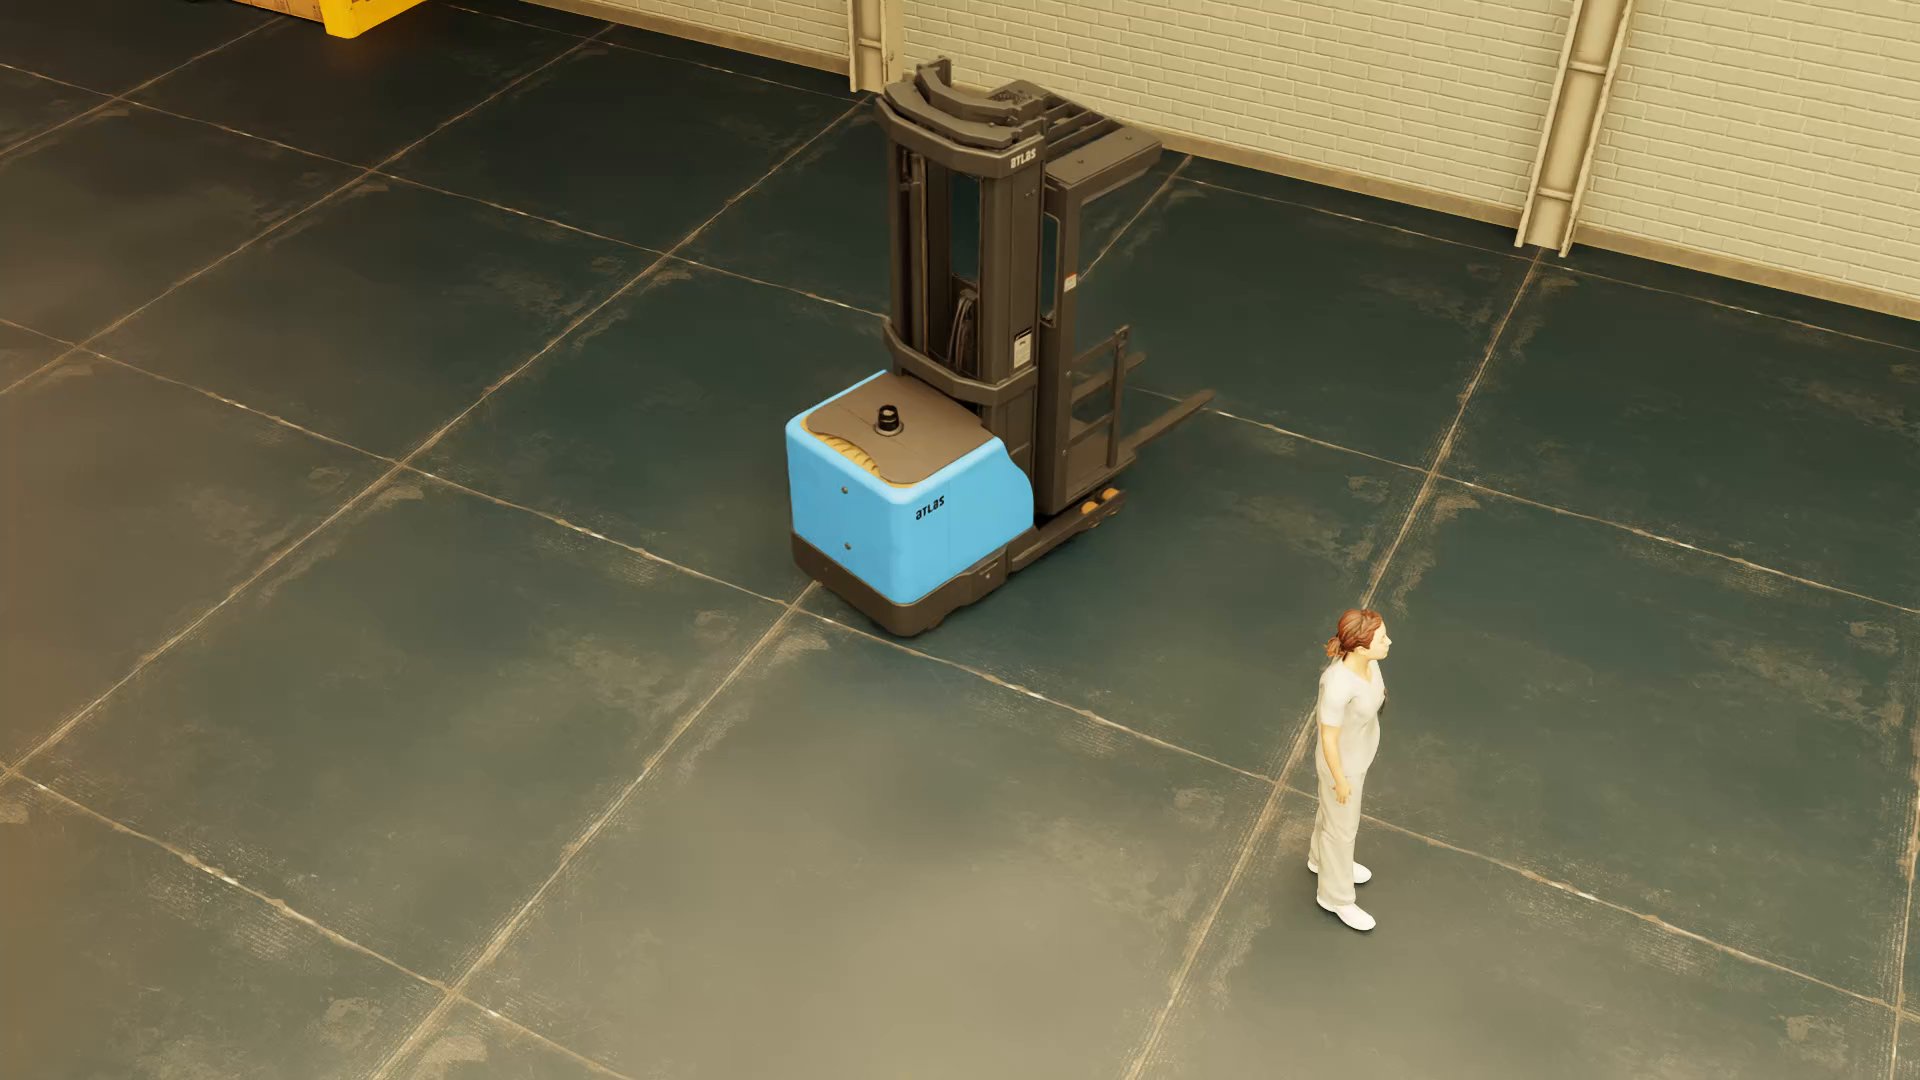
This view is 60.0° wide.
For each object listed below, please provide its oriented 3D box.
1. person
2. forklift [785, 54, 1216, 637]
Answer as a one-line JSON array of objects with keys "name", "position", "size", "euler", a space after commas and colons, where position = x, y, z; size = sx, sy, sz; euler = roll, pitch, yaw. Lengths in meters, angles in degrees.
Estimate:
[{"name": "person", "position": [1.862, 1.024, 7.734], "size": [0.550, 1.676, 0.550], "euler": [19, 44, 21]}, {"name": "forklift", "position": [0.397, -1.408, 9.659], "size": [3.031, 2.935, 1.130], "euler": [-32, 50, -32]}]
